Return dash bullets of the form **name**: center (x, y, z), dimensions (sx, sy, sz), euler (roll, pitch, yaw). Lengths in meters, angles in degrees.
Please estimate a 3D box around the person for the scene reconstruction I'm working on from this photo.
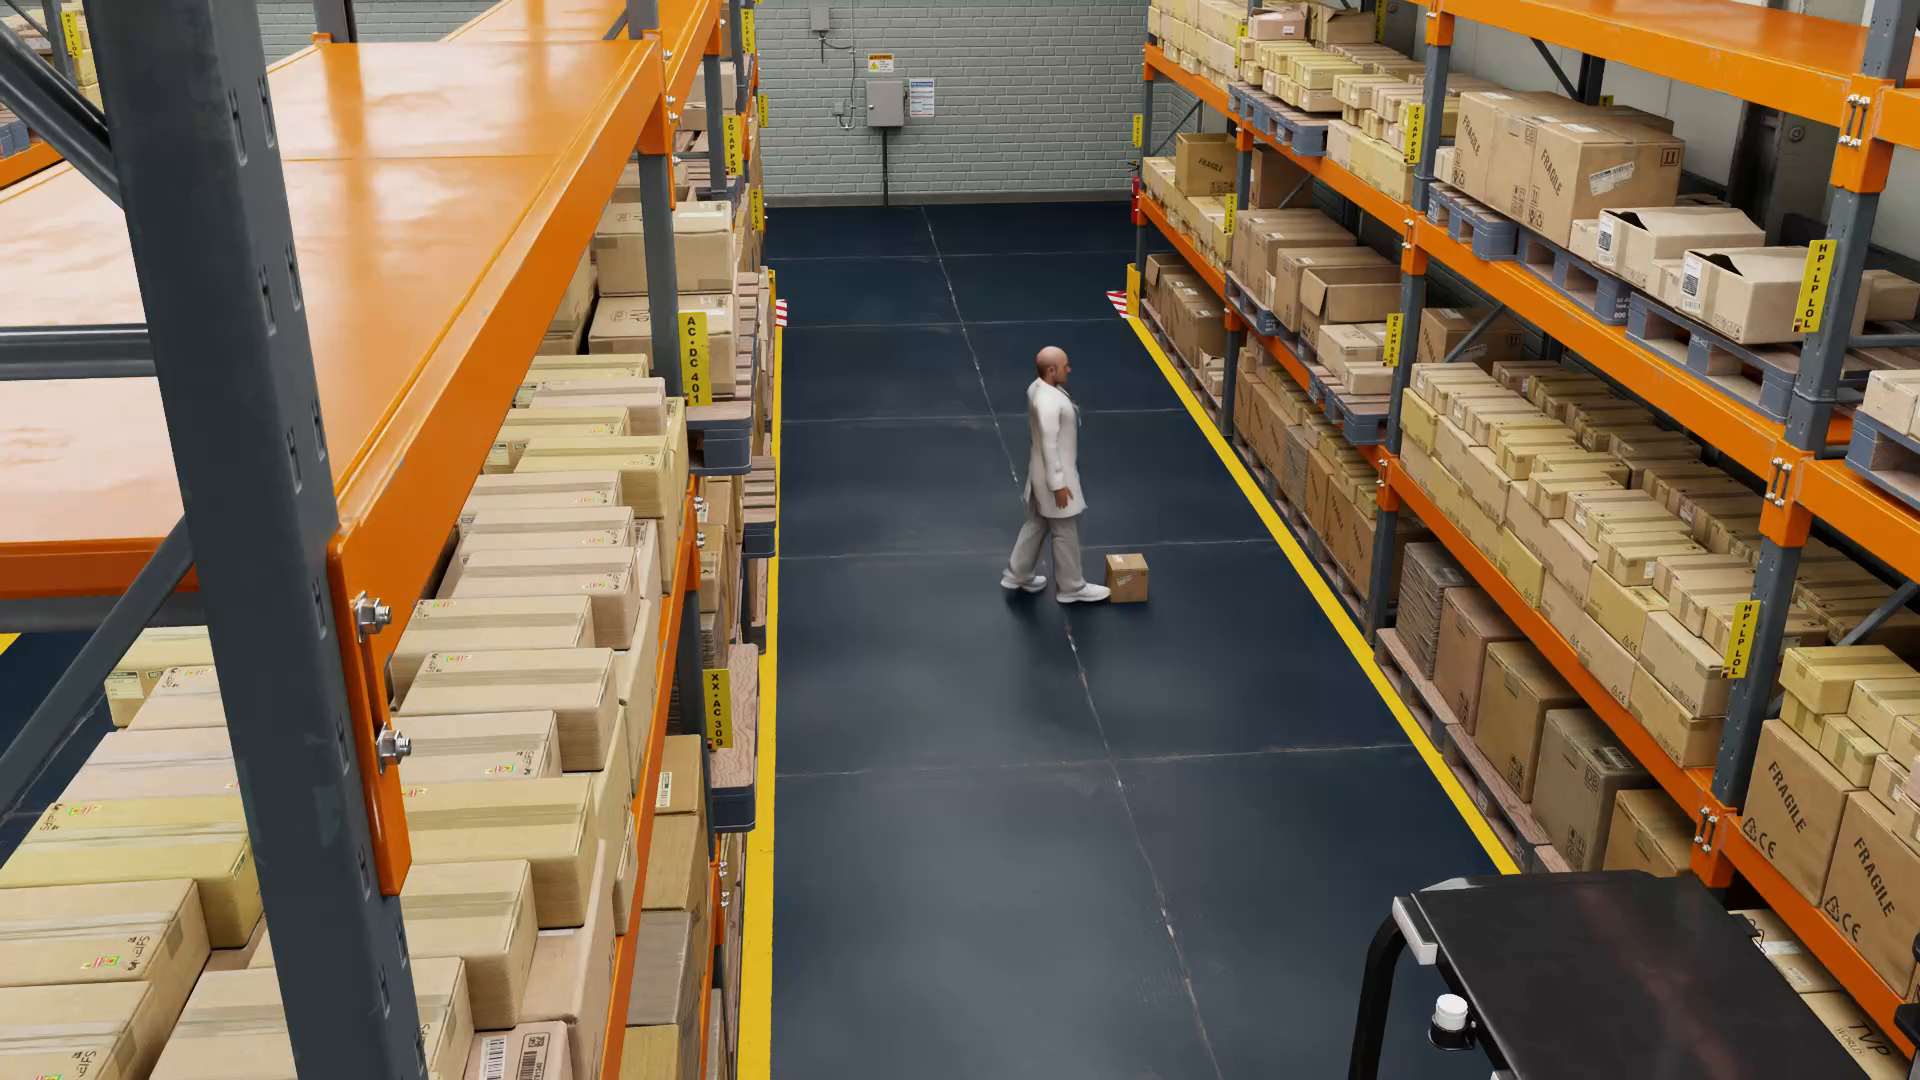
- **person**: center (0.654, -0.373, 11.104), dimensions (0.739, 1.693, 0.604), euler (-2, 23, -5)
